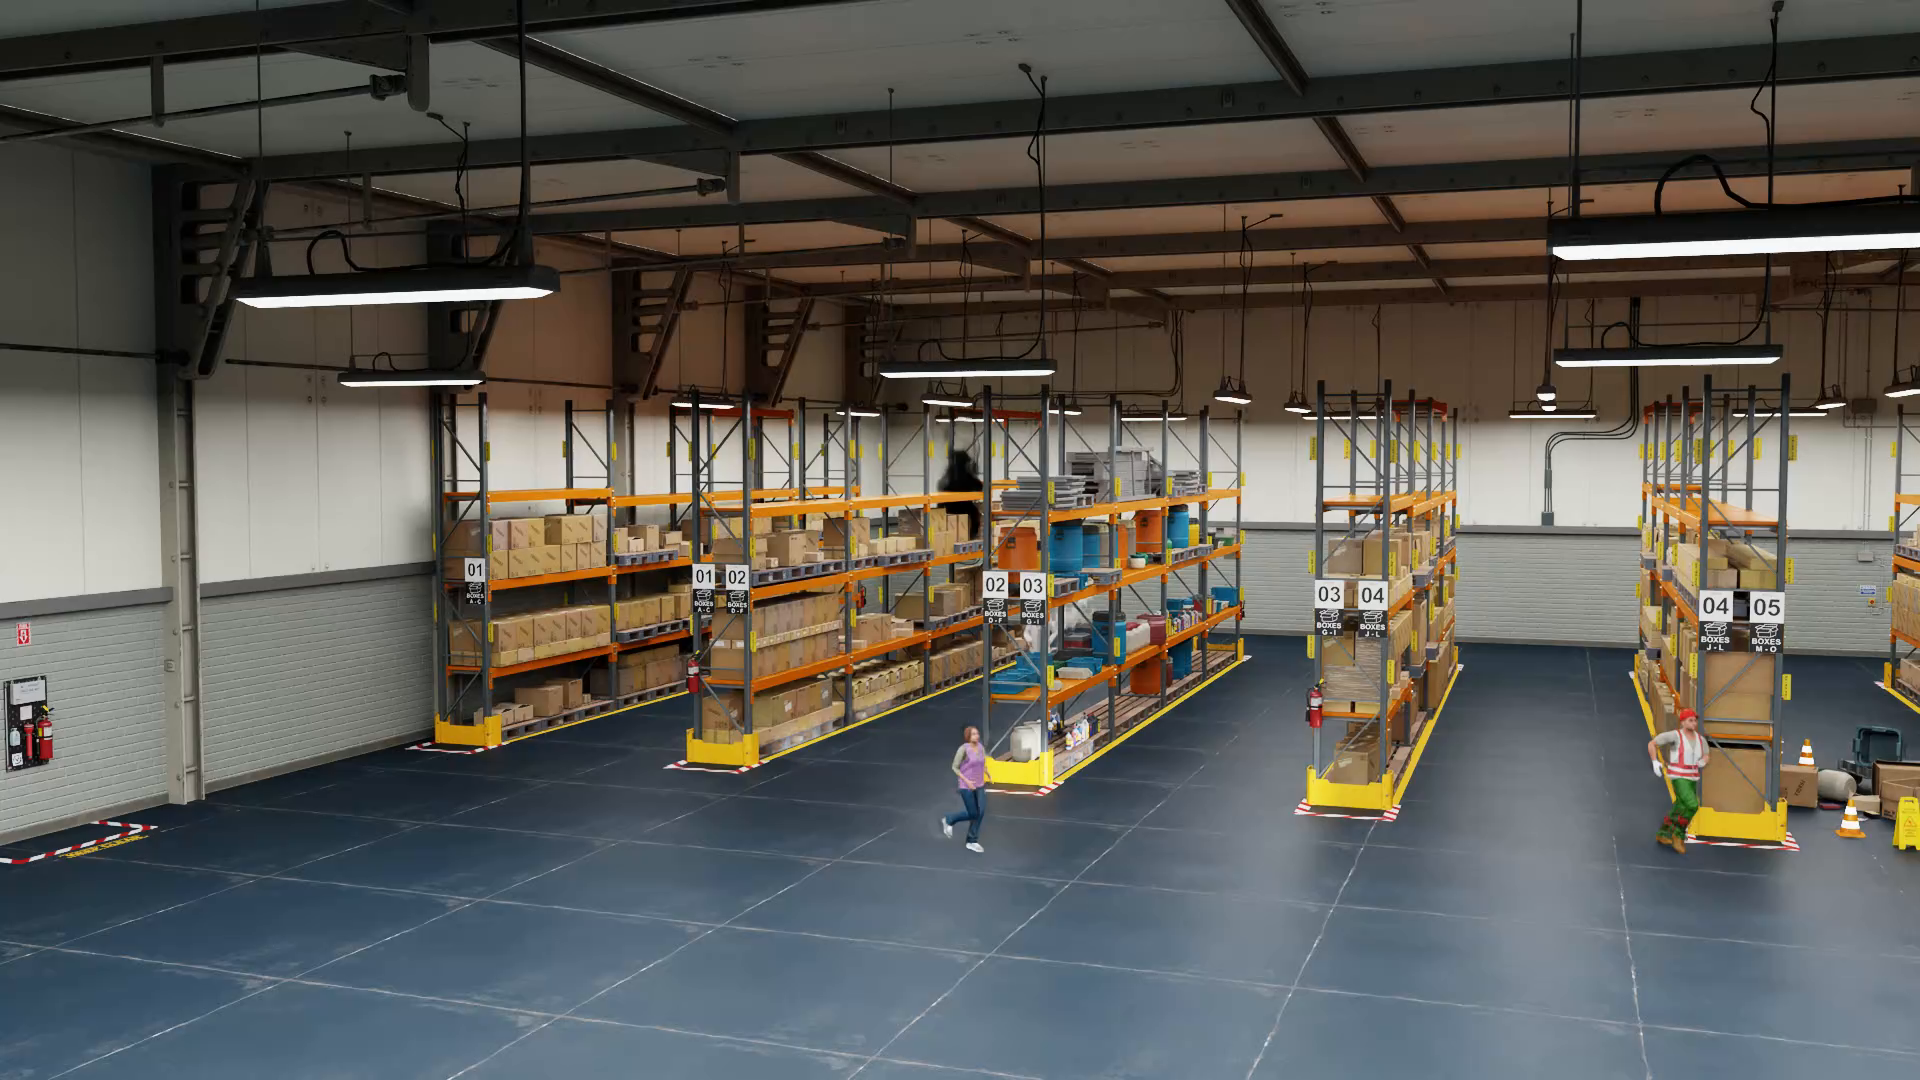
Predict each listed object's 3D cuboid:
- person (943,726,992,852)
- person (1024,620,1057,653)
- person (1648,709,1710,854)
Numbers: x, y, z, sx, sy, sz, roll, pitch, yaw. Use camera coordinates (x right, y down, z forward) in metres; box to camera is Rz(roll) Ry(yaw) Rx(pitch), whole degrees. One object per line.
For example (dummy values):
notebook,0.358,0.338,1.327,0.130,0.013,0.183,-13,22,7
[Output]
person,0.101,3.115,20.985,0.537,1.578,0.598,-3,4,-44
person,1.680,2.275,34.813,0.702,1.743,0.820,0,3,6
person,9.061,3.009,20.845,0.704,1.776,0.688,-1,3,-23
